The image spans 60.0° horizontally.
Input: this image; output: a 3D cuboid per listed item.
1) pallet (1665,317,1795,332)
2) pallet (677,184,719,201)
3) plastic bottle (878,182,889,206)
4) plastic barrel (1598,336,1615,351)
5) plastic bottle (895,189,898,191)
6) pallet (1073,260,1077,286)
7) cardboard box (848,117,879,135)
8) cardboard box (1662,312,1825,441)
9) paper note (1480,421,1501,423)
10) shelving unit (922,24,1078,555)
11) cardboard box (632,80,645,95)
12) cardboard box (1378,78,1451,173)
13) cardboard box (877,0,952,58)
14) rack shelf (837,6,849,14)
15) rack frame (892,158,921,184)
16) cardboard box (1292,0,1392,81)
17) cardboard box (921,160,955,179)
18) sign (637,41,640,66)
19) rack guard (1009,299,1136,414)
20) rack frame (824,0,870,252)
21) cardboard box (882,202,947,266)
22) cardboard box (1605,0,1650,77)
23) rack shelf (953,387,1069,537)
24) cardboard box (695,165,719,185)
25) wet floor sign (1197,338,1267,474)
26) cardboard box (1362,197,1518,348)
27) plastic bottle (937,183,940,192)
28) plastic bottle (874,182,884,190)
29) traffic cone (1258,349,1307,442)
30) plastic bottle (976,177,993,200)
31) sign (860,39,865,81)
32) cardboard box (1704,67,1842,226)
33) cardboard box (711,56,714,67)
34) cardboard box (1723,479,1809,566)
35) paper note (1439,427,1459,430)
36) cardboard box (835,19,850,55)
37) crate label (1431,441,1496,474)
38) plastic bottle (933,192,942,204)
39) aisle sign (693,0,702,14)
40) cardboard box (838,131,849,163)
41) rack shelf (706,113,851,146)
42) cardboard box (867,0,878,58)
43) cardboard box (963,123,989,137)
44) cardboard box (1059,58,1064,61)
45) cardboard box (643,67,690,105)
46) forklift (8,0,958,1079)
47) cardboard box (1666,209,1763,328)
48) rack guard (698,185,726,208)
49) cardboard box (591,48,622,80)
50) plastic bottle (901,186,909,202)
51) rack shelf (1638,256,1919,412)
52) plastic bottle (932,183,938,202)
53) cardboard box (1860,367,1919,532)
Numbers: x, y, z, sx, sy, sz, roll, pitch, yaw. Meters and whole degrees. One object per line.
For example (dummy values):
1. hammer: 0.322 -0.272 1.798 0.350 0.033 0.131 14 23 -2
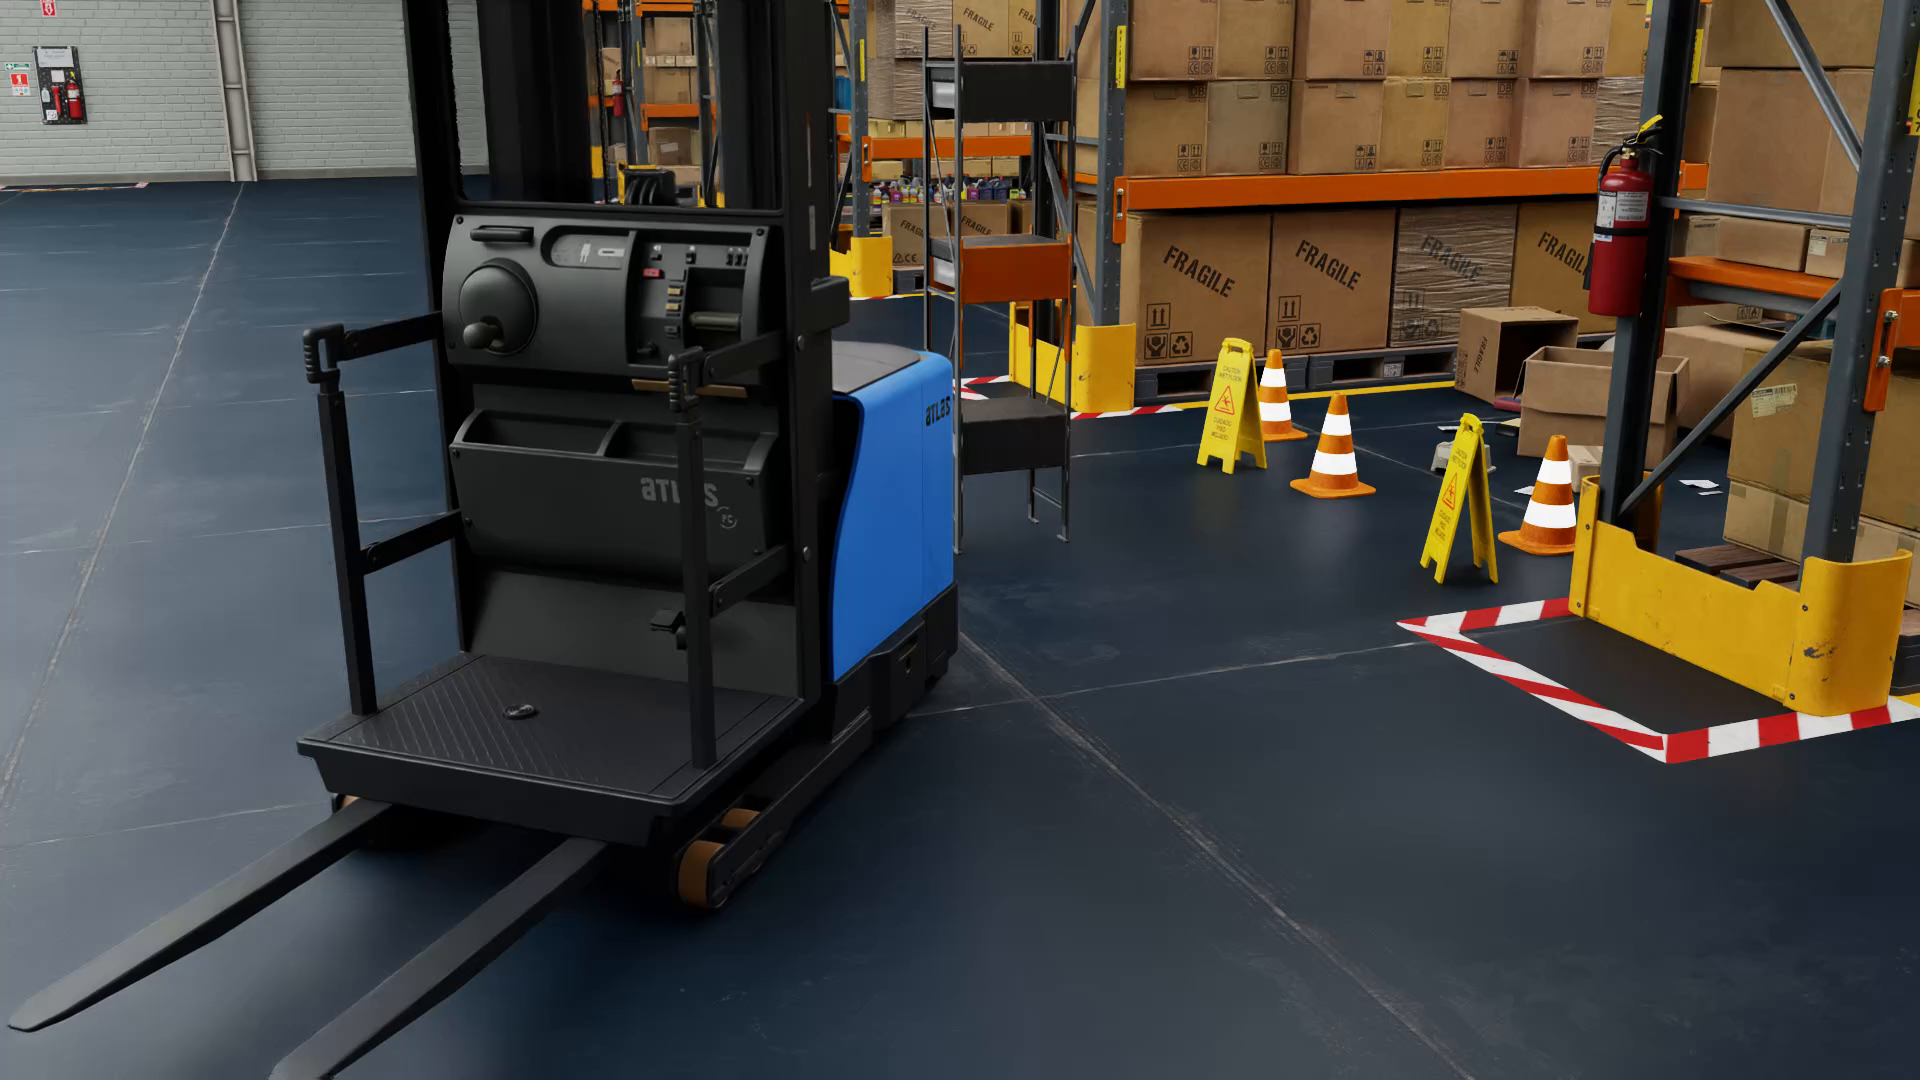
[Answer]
1. pallet: 5.114 -1.498 11.825 1.213 0.211 1.003 -6 17 -20
2. pallet: -3.837 -5.007 23.774 1.213 0.211 1.003 -6 17 -20
3. plastic bottle: -0.925 -4.152 19.953 0.133 0.283 0.061 -6 17 -20
4. plastic barrel: 3.910 -0.984 9.698 0.421 0.421 0.512 6 17 18
5. plastic bottle: -0.772 -4.124 20.002 0.097 0.201 0.097 0 16 0
6. pallet: 0.985 -2.514 15.286 1.213 0.211 1.003 -6 17 -20
7. cardboard box: -0.802 -3.613 14.523 0.250 0.149 0.380 -6 17 -20
8. cardboard box: 4.156 -0.850 8.858 0.503 0.637 0.797 -6 17 -20
9. paper note: 2.985 -0.660 9.328 0.123 0.001 0.032 3 17 9
10. shelving unit: 0.155 -1.024 6.859 0.503 2.100 0.431 -6 17 -20
11. cardboard box: -5.263 -7.519 27.611 0.500 0.250 0.500 -7 18 -22
12. cardboard box: 2.570 -2.605 10.380 0.500 0.550 0.875 -6 17 -20
13. cardboard box: -0.384 -4.304 13.952 0.500 0.500 0.500 -6 17 -20
14. rack shelf: -0.709 -9.259 29.257 4.000 0.370 1.077 -6 17 -20
15. rack frame: -0.801 -6.660 24.455 0.127 3.000 1.000 -6 17 -20
16. cardboard box: 2.098 -3.053 9.987 0.550 0.550 0.875 -6 17 -20
17. cardboard box: -0.336 -5.518 24.700 0.500 0.250 0.500 -7 18 -21
18. sign: -4.343 -6.564 22.449 0.005 0.325 0.100 -6 17 -20
19. rack guard: 0.663 -1.133 10.070 0.348 0.500 1.175 -6 17 -20
20. rack frame: -0.995 -3.650 14.205 0.127 3.000 1.000 -6 17 -20
21. cardboard box: -0.406 -2.711 14.697 0.500 0.500 0.500 -3 17 -10
22. cardboard box: 4.064 -3.300 10.830 0.550 0.550 0.875 -6 17 -20
23. rack shelf: 0.155 -0.339 7.060 0.480 0.518 0.431 -6 17 -20
24. cardboard box: -3.490 -5.186 23.569 0.500 0.250 0.500 -6 17 -20
25. wet floor sign: 1.367 -0.681 8.274 0.232 0.644 0.267 -10 19 -30
26. cardboard box: 2.968 -1.783 10.873 0.875 0.875 0.875 -6 17 -20
27. plastic bottle: -0.203 -4.084 19.723 0.133 0.283 0.061 -6 17 -20
28. plastic bottle: -0.964 -4.176 20.049 0.135 0.276 0.152 -6 17 -20
29. traffic cone: 1.690 -0.798 8.993 0.334 0.463 0.336 -6 17 -20
30. plastic bottle: 0.291 -4.137 19.782 0.185 0.351 0.144 -7 18 -23
31. sign: -0.800 -3.923 13.596 0.005 0.325 0.100 -6 17 -20
32. cardboard box: 2.960 -1.361 5.703 0.500 0.500 0.500 -6 18 -21
33. cardboard box: -3.377 -6.676 23.180 0.250 0.149 0.380 -6 18 -21
34. cardboard box: 3.232 -0.080 6.181 0.500 0.250 0.500 -6 17 -20
35. paper note: 2.719 -0.617 9.147 0.142 0.017 0.144 0 16 -1
36. cardboard box: -1.684 -7.233 23.925 0.500 0.500 0.700 -6 17 -20
37. crate label: 2.488 -0.405 8.236 0.250 0.136 0.298 13 21 37
38. plastic bottle: -0.265 -3.998 19.574 0.097 0.201 0.097 0 16 0
39. aisle sign: -2.941 -6.272 18.517 0.004 0.787 0.394 -6 17 -20
40. cardboard box: -1.627 -5.751 24.161 0.500 0.500 0.500 -6 17 -20
41. rack shelf: -0.899 -4.810 19.430 4.000 0.370 1.077 -6 17 -20
42. cardboard box: -0.570 -4.441 14.418 0.500 0.500 0.500 -6 17 -20
43. cardboard box: 0.062 -3.568 14.370 0.250 0.149 0.380 -6 17 -20
44. cardboard box: 0.906 -4.057 14.886 0.500 0.500 0.875 -6 17 -20
45. cardboard box: -4.095 -6.349 23.216 0.500 0.500 0.700 -6 17 -20
46. forklift: -0.987 -0.639 4.072 1.130 2.935 3.031 6 17 19
47. cardboard box: 4.968 -1.947 11.651 0.750 0.750 1.050 -6 17 -20
48. rack guard: -2.713 -3.774 19.063 0.348 0.500 1.175 -6 17 -20
49. cardboard box: -5.759 -7.826 27.326 0.500 0.500 0.500 -6 17 -20
50. plastic bottle: -0.642 -3.991 19.426 0.097 0.271 0.097 0 16 0
51. rack shelf: 4.419 -0.899 6.114 4.000 0.370 1.077 -6 17 -20
52. plastic bottle: -0.279 -4.267 20.347 0.133 0.283 0.061 -5 17 -18
53. cardboard box: 3.425 -0.296 5.586 0.500 0.500 0.500 -7 18 -22
